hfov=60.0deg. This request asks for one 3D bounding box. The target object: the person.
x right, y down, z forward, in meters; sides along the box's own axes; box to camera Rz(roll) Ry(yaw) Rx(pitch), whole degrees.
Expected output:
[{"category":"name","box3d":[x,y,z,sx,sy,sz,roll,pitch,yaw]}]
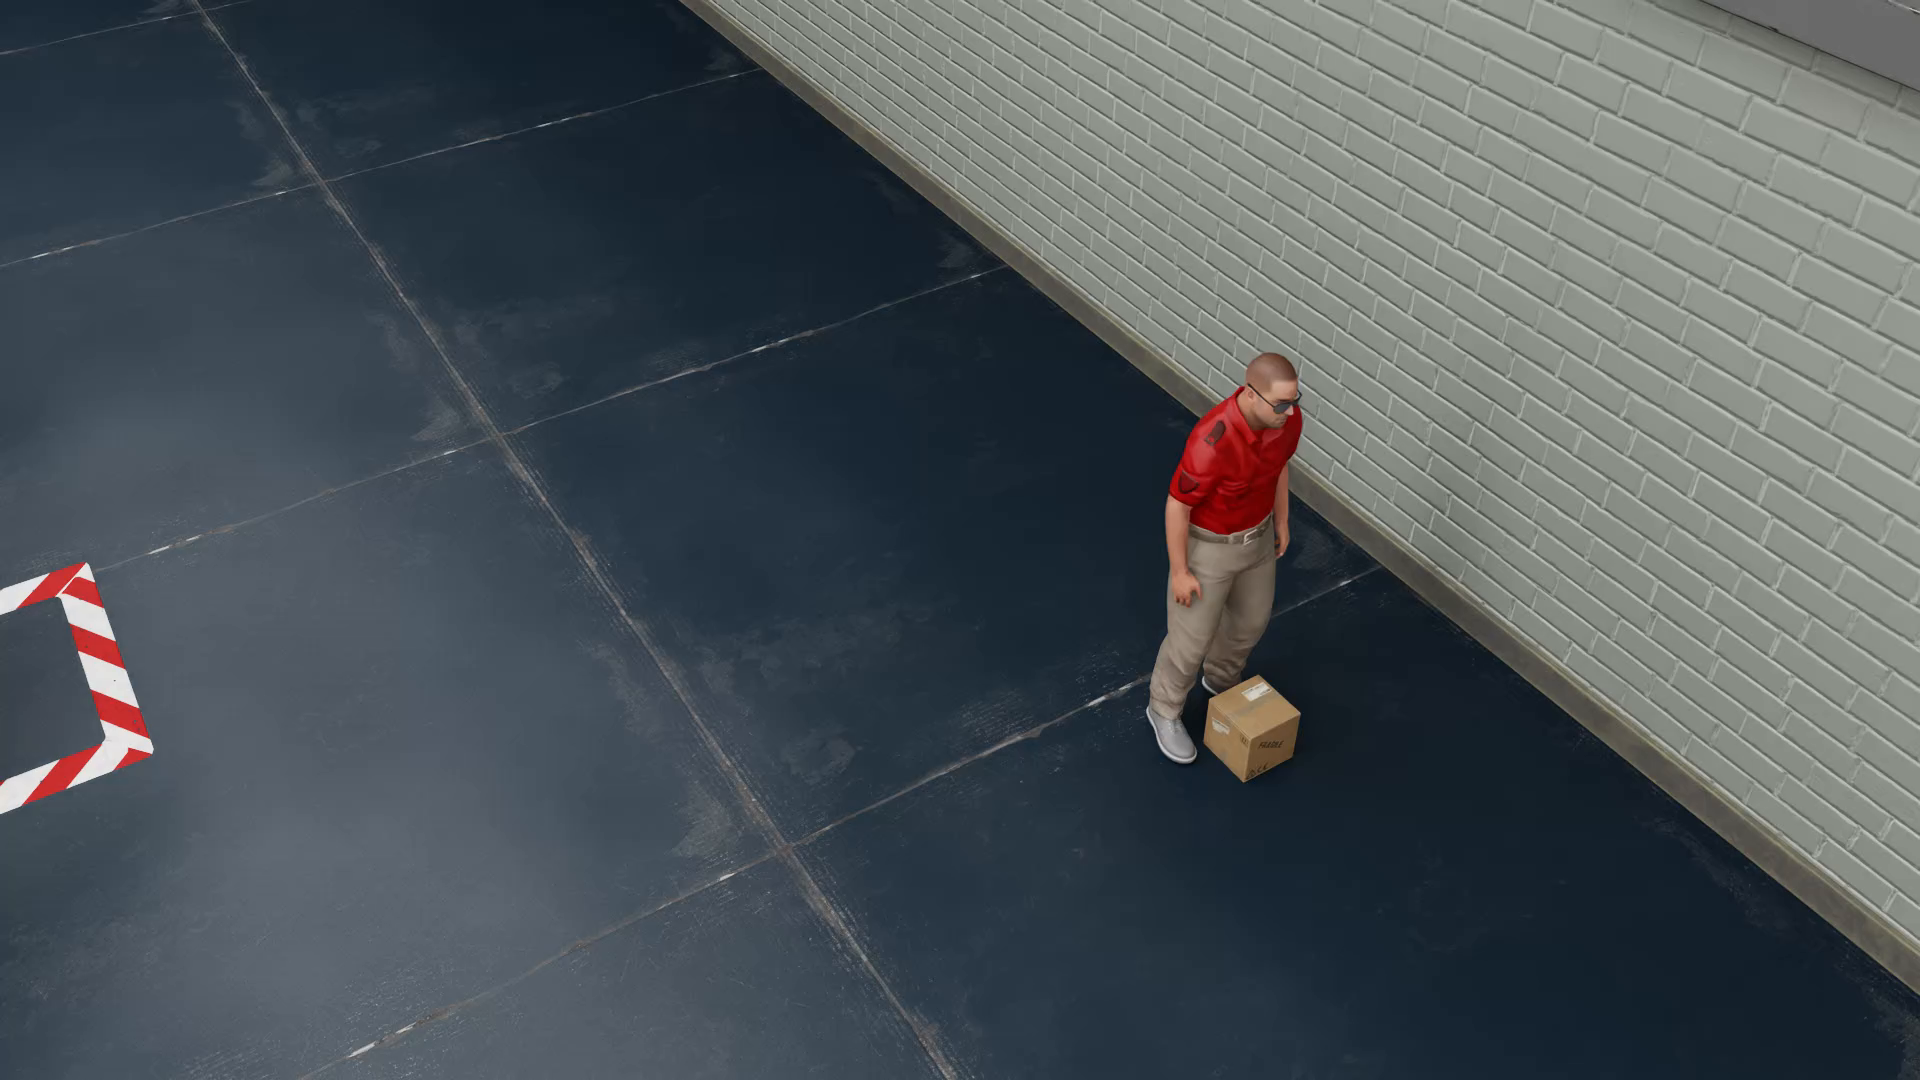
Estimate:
[{"category":"person","box3d":[0.991,0.029,6.134,0.601,1.726,0.395,-25,47,-27]}]
